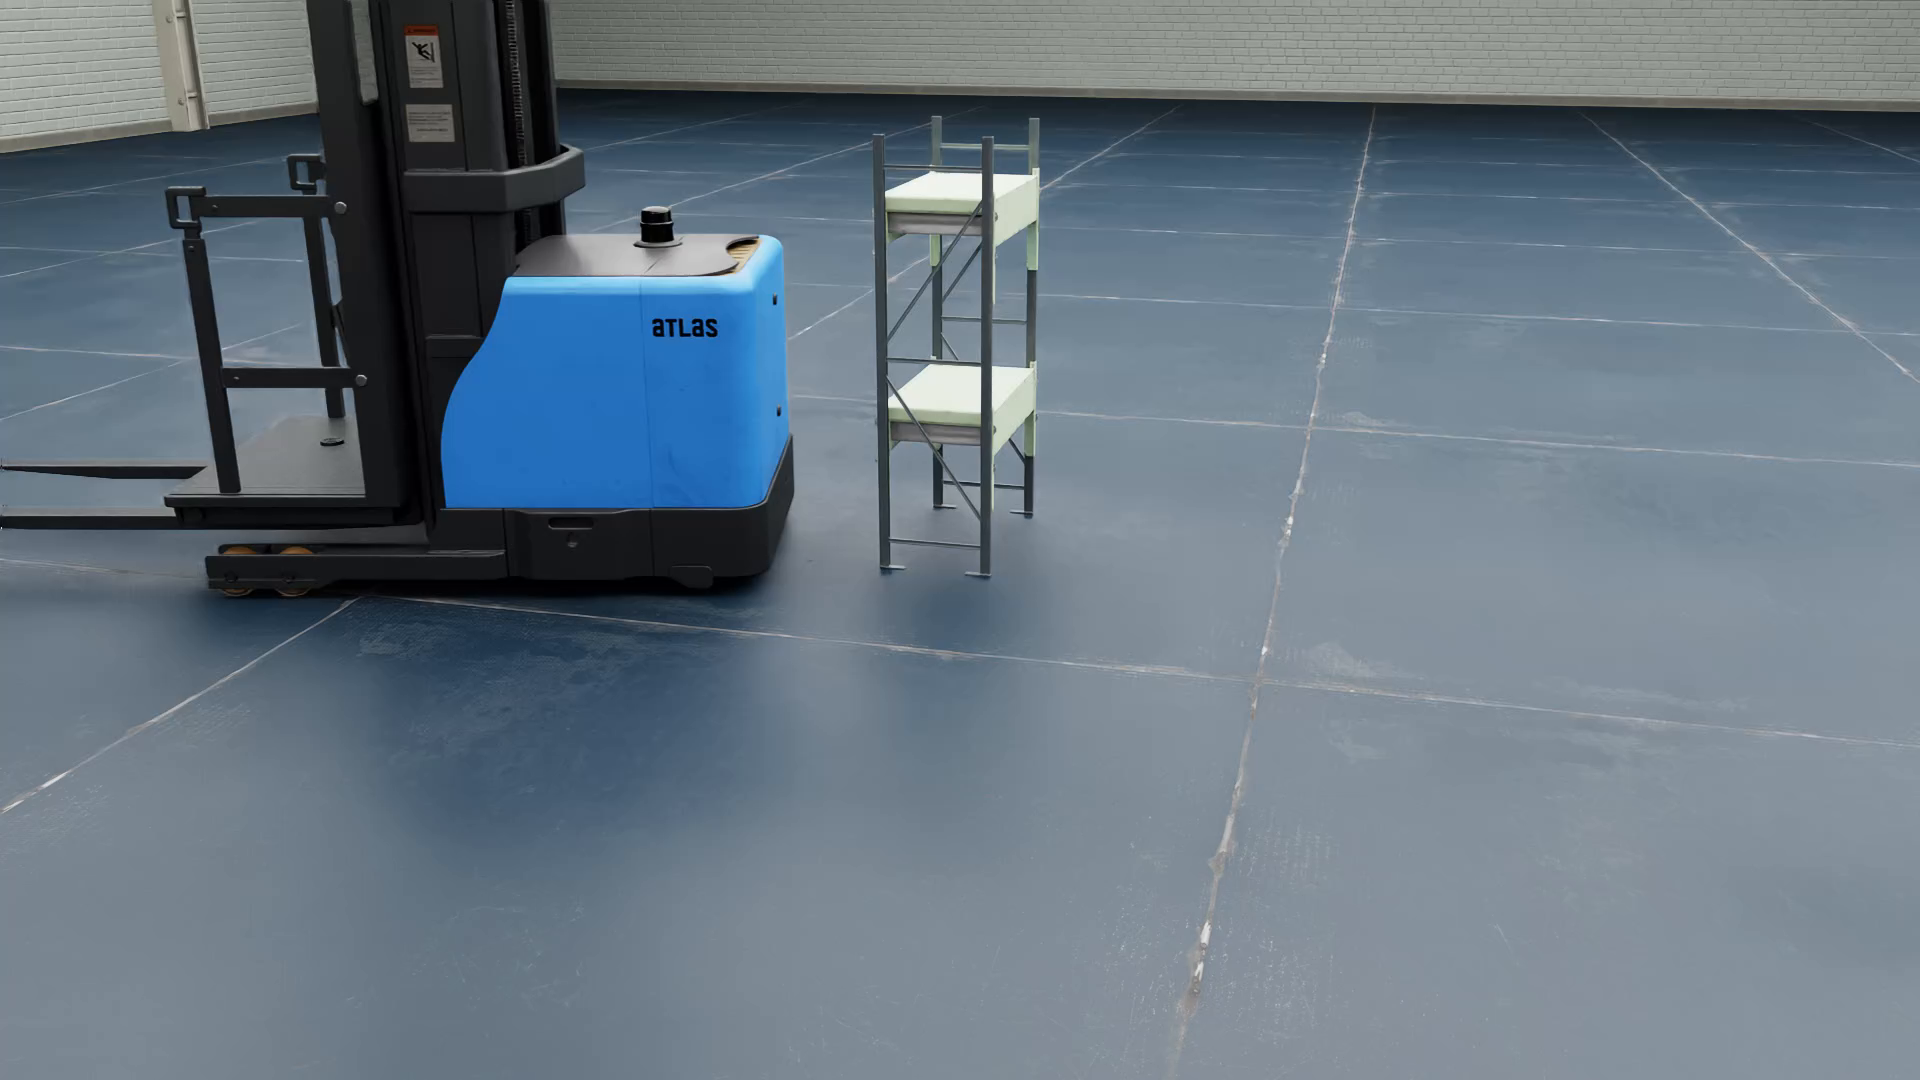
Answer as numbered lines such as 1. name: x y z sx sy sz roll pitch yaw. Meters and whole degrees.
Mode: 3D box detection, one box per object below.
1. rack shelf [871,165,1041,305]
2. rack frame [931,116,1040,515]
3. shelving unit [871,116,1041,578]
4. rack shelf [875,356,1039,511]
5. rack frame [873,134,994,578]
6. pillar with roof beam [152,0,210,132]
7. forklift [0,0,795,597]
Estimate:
1. rack shelf: 0.002 -1.081 5.825 0.431 0.370 0.720 5 19 13
2. rack frame: 0.091 -0.827 6.287 0.400 1.500 0.023 5 19 13
3. shelving unit: 0.002 -0.712 5.951 0.431 1.500 0.755 5 19 13
4. rack shelf: 0.002 -0.403 6.057 0.431 0.370 0.720 5 19 13
5. rack frame: -0.088 -0.597 5.615 0.400 1.500 0.023 5 19 13
6. pillar with roof beam: -6.124 -9.407 19.806 9.100 9.000 0.400 5 19 13
7. forklift: -2.163 -1.366 5.651 3.031 2.935 1.130 0 19 0
